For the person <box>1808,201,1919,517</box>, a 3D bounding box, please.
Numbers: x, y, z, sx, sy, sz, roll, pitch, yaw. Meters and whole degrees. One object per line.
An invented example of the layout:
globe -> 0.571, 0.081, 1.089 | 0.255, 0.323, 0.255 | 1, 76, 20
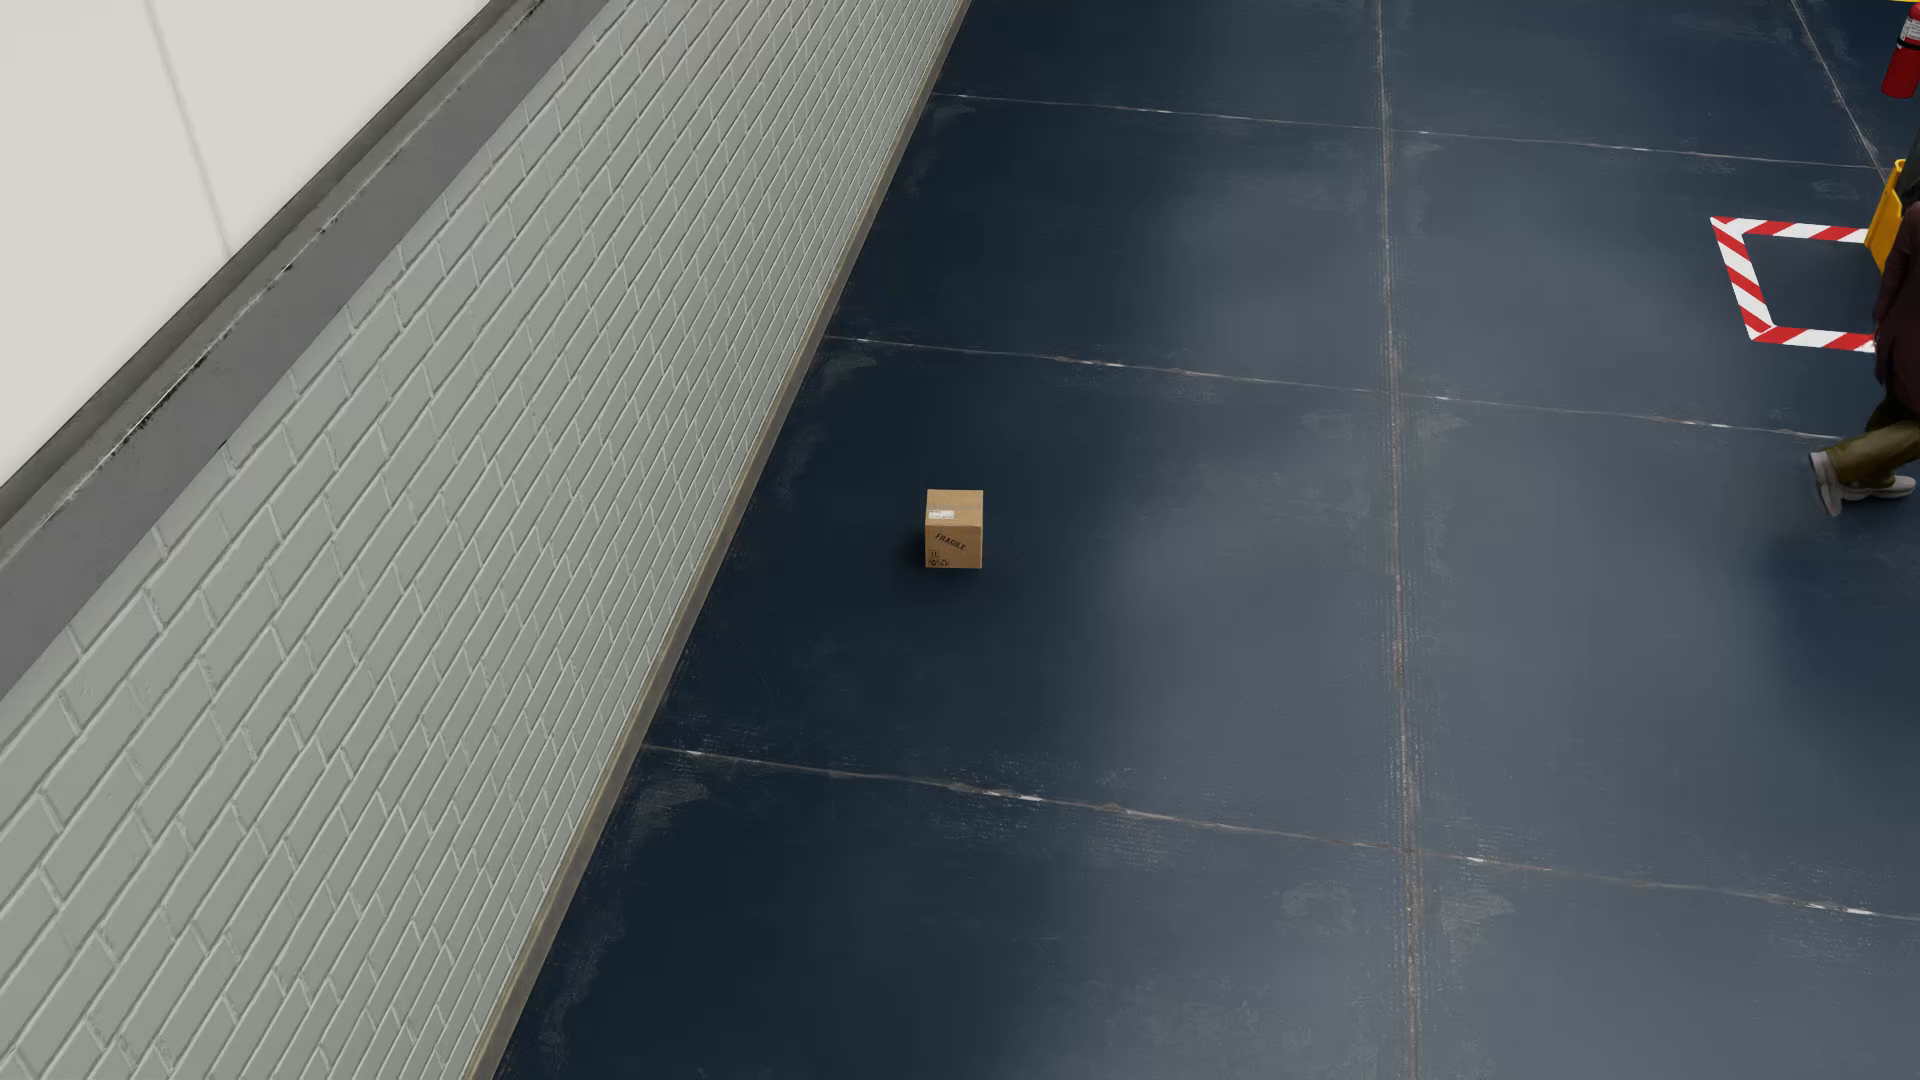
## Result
person -> 4.118, -0.839, 7.137 | 0.689, 1.762, 0.582 | -3, 40, -4
